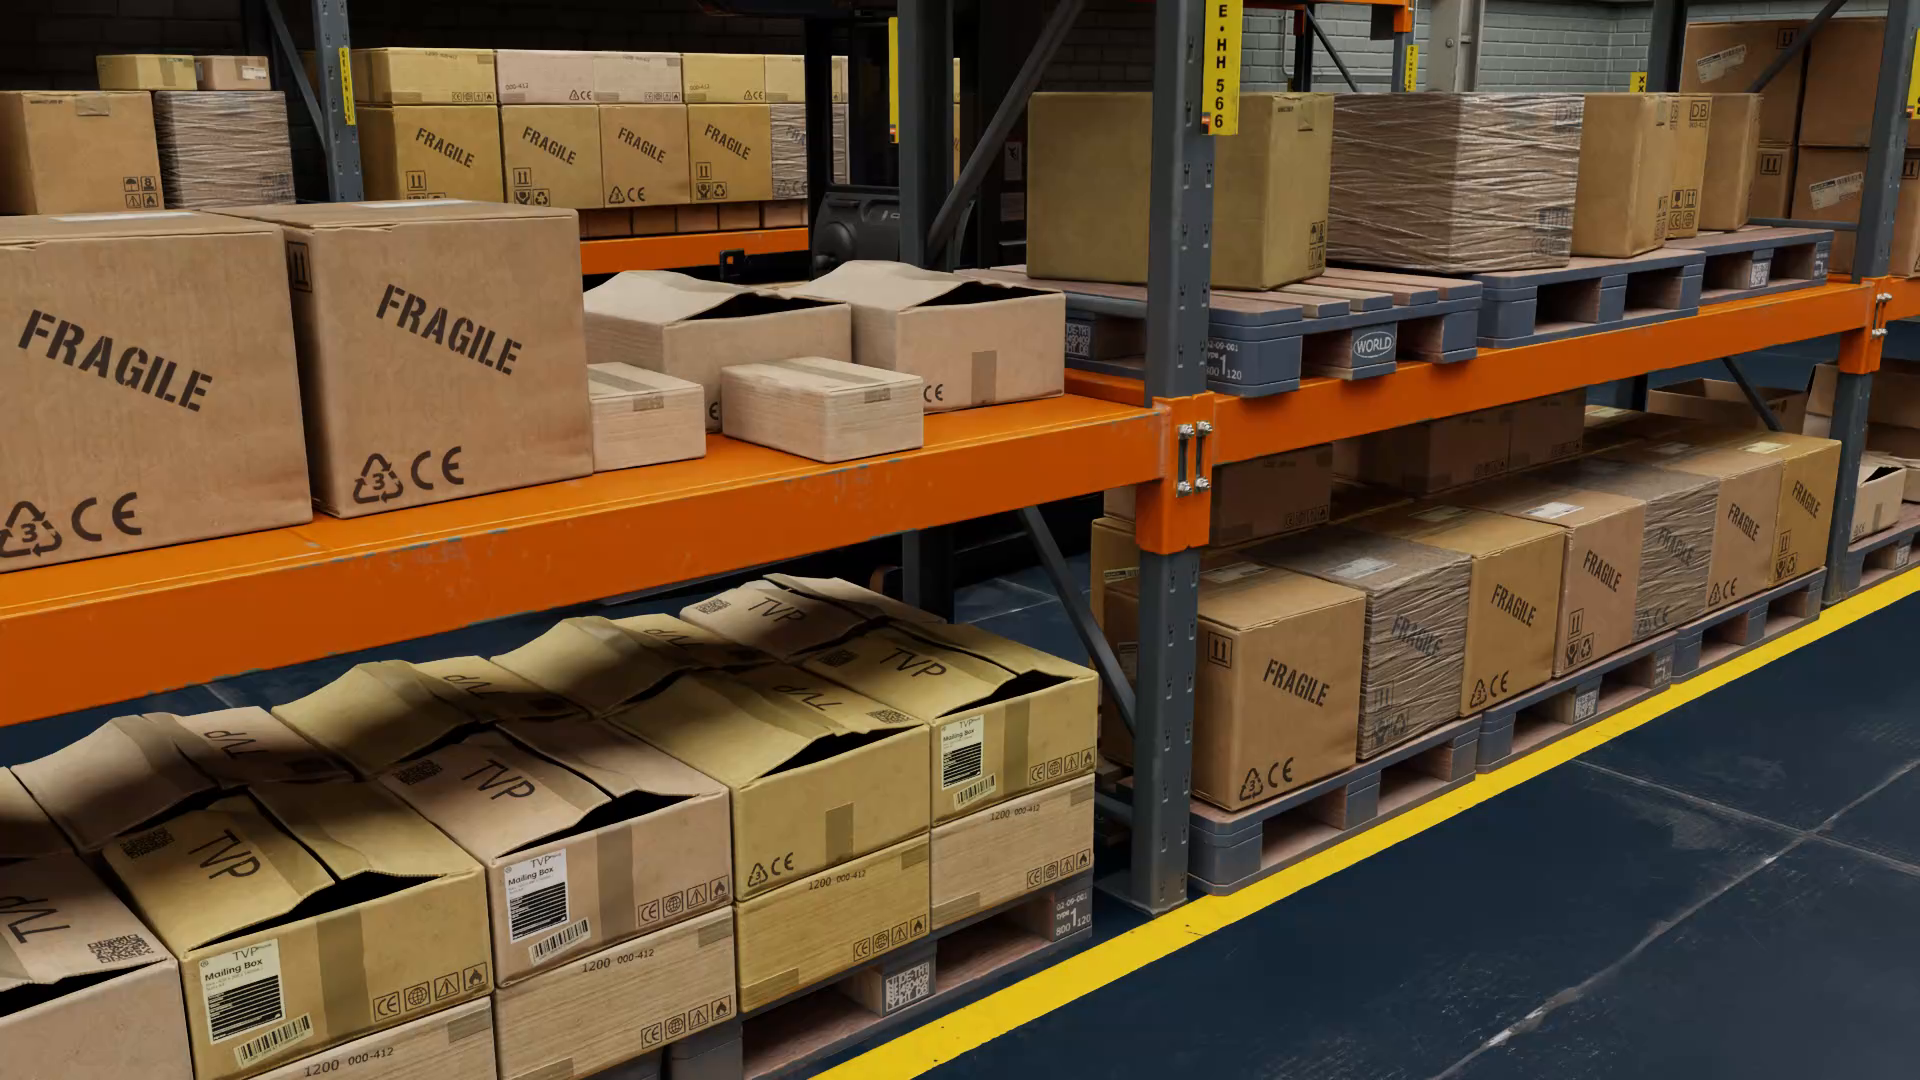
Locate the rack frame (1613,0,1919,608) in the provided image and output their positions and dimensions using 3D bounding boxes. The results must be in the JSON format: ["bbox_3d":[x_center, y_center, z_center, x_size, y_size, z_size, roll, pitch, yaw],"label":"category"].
[{"bbox_3d":[3.225,-1.281,6.734,0.127,3.000,1.000,-13,19,-39],"label":"rack frame"}]

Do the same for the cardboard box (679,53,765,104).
[{"bbox_3d":[-1.375,-2.422,8.744,0.500,0.250,0.500,-13,20,-40],"label":"cardboard box"}]

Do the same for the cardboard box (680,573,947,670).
[{"bbox_3d":[-0.380,0.283,4.307,0.500,0.311,0.500,-12,19,-38],"label":"cardboard box"}]

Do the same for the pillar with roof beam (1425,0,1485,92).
[{"bbox_3d":[7.283,-5.609,11.310,0.400,9.000,9.100,-13,19,-39],"label":"pillar with roof beam"}]

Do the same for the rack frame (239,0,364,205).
[{"bbox_3d":[-3.047,-1.567,7.805,0.127,3.000,1.000,-13,19,-39],"label":"rack frame"}]

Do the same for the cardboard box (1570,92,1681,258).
[{"bbox_3d":[1.933,-1.221,5.501,0.700,0.500,0.500,10,18,33],"label":"cardboard box"}]

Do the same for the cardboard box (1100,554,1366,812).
[{"bbox_3d":[0.739,0.370,4.543,0.500,0.500,0.500,-12,19,-37],"label":"cardboard box"}]

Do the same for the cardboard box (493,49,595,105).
[{"bbox_3d":[-2.130,-2.249,8.096,0.500,0.250,0.500,-13,20,-40],"label":"cardboard box"}]

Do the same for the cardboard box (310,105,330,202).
[{"bbox_3d":[-2.864,-1.900,8.243,0.500,0.500,0.500,-12,19,-39],"label":"cardboard box"}]

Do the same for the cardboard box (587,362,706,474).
[{"bbox_3d":[-0.717,-0.255,3.380,0.250,0.149,0.380,-11,18,-35],"label":"cardboard box"}]

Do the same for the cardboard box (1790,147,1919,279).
[{"bbox_3d":[3.789,-1.363,6.846,0.500,0.500,0.500,-12,19,-38],"label":"cardboard box"}]

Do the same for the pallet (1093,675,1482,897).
[{"bbox_3d":[0.796,0.625,5.003,1.213,0.211,1.003,-13,19,-39],"label":"pallet"}]

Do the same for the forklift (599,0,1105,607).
[{"bbox_3d":[-0.441,-1.302,6.944,1.130,2.935,3.031,14,21,43],"label":"forklift"}]

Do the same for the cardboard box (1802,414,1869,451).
[{"bbox_3d":[4.035,-0.473,8.068,0.500,0.311,0.500,-13,19,-39],"label":"cardboard box"}]

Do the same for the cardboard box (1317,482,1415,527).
[{"bbox_3d":[1.150,0.100,5.555,0.500,0.500,0.500,-14,20,-41],"label":"cardboard box"}]

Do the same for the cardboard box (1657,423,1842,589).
[{"bbox_3d":[3.041,-0.147,6.478,0.500,0.500,0.500,-13,20,-40],"label":"cardboard box"}]

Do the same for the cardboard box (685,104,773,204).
[{"bbox_3d":[-1.348,-2.062,8.848,0.500,0.500,0.500,-12,19,-38],"label":"cardboard box"}]

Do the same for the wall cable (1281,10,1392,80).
[{"bbox_3d":[3.333,-3.814,14.249,1.851,1.984,0.084,-13,19,-39],"label":"wall cable"}]

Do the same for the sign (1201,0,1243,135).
[{"bbox_3d":[0.575,-1.055,3.645,0.005,0.325,0.100,-13,19,-39],"label":"sign"}]

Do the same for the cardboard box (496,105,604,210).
[{"bbox_3d":[-2.111,-1.888,8.198,0.500,0.500,0.500,-12,19,-38],"label":"cardboard box"}]

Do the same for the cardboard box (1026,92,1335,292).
[{"bbox_3d":[0.609,-0.983,4.611,0.700,0.500,0.500,8,17,28],"label":"cardboard box"}]

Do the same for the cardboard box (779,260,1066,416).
[{"bbox_3d":[-0.095,-0.507,4.010,0.500,0.311,0.500,-11,19,-36],"label":"cardboard box"}]

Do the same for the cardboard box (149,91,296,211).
[{"bbox_3d":[-3.395,-1.747,7.430,0.700,0.500,0.500,13,20,40],"label":"cardboard box"}]

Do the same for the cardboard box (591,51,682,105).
[{"bbox_3d":[-1.756,-2.335,8.416,0.500,0.250,0.500,-12,19,-39],"label":"cardboard box"}]

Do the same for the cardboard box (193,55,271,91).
[{"bbox_3d":[-3.287,-2.077,7.411,0.380,0.149,0.250,13,20,40],"label":"cardboard box"}]

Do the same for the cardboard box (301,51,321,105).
[{"bbox_3d":[-2.875,-2.259,8.131,0.500,0.250,0.500,-12,19,-38],"label":"cardboard box"}]

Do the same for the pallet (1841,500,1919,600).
[{"bbox_3d":[3.744,-0.050,7.529,1.213,0.211,1.003,-13,19,-39],"label":"pallet"}]

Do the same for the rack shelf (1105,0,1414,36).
[{"bbox_3d":[1.479,-3.685,11.316,4.000,0.370,1.077,-13,19,-39],"label":"rack shelf"}]

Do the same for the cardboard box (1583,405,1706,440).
[{"bbox_3d":[2.700,-0.252,6.870,0.500,0.500,0.500,-14,20,-42],"label":"cardboard box"}]

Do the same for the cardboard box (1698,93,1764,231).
[{"bbox_3d":[2.721,-1.496,6.529,0.700,0.500,0.500,8,17,28],"label":"cardboard box"}]

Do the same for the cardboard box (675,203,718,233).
[{"bbox_3d":[-1.496,-1.728,8.856,0.250,0.149,0.380,-13,19,-39],"label":"cardboard box"}]

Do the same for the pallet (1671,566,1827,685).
[{"bbox_3d":[2.637,0.211,6.550,1.213,0.211,1.003,-13,19,-39],"label":"pallet"}]

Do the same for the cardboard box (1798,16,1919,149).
[{"bbox_3d":[3.765,-1.838,6.686,0.500,0.500,0.500,-12,19,-38],"label":"cardboard box"}]

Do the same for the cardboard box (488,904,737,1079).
[{"bbox_3d":[-0.797,0.831,3.340,0.500,0.250,0.500,-12,19,-38],"label":"cardboard box"}]

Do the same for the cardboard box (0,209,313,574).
[{"bbox_3d":[-1.444,-0.275,2.774,0.500,0.500,0.500,-13,19,-39],"label":"cardboard box"}]

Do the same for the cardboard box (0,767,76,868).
[{"bbox_3d":[-1.926,0.631,3.004,0.500,0.311,0.500,-13,20,-40],"label":"cardboard box"}]

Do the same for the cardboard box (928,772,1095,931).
[{"bbox_3d":[-0.029,0.659,3.986,0.500,0.250,0.500,-12,19,-38],"label":"cardboard box"}]

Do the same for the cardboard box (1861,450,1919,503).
[{"bbox_3d":[4.330,-0.302,7.707,0.250,0.166,0.380,-13,19,-39],"label":"cardboard box"}]

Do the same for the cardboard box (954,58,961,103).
[{"bbox_3d":[-0.214,-2.680,9.709,0.500,0.250,0.500,-12,19,-38],"label":"cardboard box"}]

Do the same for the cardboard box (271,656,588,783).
[{"bbox_3d":[-1.157,0.459,3.646,0.500,0.311,0.500,-13,20,-41],"label":"cardboard box"}]

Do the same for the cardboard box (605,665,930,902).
[{"bbox_3d":[-0.413,0.477,3.579,0.500,0.311,0.500,-13,20,-40],"label":"cardboard box"}]

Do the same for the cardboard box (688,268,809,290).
[{"bbox_3d":[-1.103,-1.123,9.492,0.750,0.750,0.750,-12,19,-38],"label":"cardboard box"}]

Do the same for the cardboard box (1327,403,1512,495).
[{"bbox_3d":[1.568,-0.359,5.821,0.500,0.250,0.500,-13,20,-40],"label":"cardboard box"}]

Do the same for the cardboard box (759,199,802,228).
[{"bbox_3d":[-1.086,-1.814,9.177,0.250,0.149,0.380,-13,20,-41],"label":"cardboard box"}]

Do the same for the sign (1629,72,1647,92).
[{"bbox_3d":[2.863,-1.804,7.013,0.005,0.325,0.100,-13,19,-39],"label":"sign"}]

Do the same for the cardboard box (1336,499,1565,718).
[{"bbox_3d":[1.512,0.196,5.194,0.500,0.500,0.500,-13,20,-40],"label":"cardboard box"}]

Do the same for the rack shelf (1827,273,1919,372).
[{"bbox_3d":[4.734,-1.272,8.095,4.000,0.370,1.077,-13,19,-39],"label":"rack shelf"}]

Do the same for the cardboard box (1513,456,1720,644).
[{"bbox_3d":[2.284,0.020,5.853,0.500,0.500,0.500,-12,19,-39],"label":"cardboard box"}]

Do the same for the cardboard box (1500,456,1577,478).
[{"bbox_3d":[1.923,-0.076,6.213,0.500,0.500,0.500,-12,19,-39],"label":"cardboard box"}]

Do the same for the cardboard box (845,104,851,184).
[{"bbox_3d":[-0.590,-2.231,9.481,0.500,0.500,0.500,-12,19,-39],"label":"cardboard box"}]

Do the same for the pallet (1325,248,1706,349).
[{"bbox_3d":[1.672,-0.841,5.459,1.213,0.211,1.003,-13,19,-39],"label":"pallet"}]

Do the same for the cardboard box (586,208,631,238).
[{"bbox_3d":[-1.896,-1.648,8.556,0.250,0.149,0.380,-12,19,-38],"label":"cardboard box"}]

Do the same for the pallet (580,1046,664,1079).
[{"bbox_3d":[-1.359,1.081,3.294,1.213,0.211,1.003,-13,19,-39],"label":"pallet"}]

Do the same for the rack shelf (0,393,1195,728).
[{"bbox_3d":[-1.301,0.083,3.021,4.000,0.370,1.077,-13,19,-39],"label":"rack shelf"}]

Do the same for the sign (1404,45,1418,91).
[{"bbox_3d":[3.334,-3.488,12.294,0.005,0.325,0.100,-13,19,-39],"label":"sign"}]

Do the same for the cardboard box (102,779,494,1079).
[{"bbox_3d":[-1.176,0.646,2.945,0.500,0.311,0.500,-12,19,-38],"label":"cardboard box"}]
